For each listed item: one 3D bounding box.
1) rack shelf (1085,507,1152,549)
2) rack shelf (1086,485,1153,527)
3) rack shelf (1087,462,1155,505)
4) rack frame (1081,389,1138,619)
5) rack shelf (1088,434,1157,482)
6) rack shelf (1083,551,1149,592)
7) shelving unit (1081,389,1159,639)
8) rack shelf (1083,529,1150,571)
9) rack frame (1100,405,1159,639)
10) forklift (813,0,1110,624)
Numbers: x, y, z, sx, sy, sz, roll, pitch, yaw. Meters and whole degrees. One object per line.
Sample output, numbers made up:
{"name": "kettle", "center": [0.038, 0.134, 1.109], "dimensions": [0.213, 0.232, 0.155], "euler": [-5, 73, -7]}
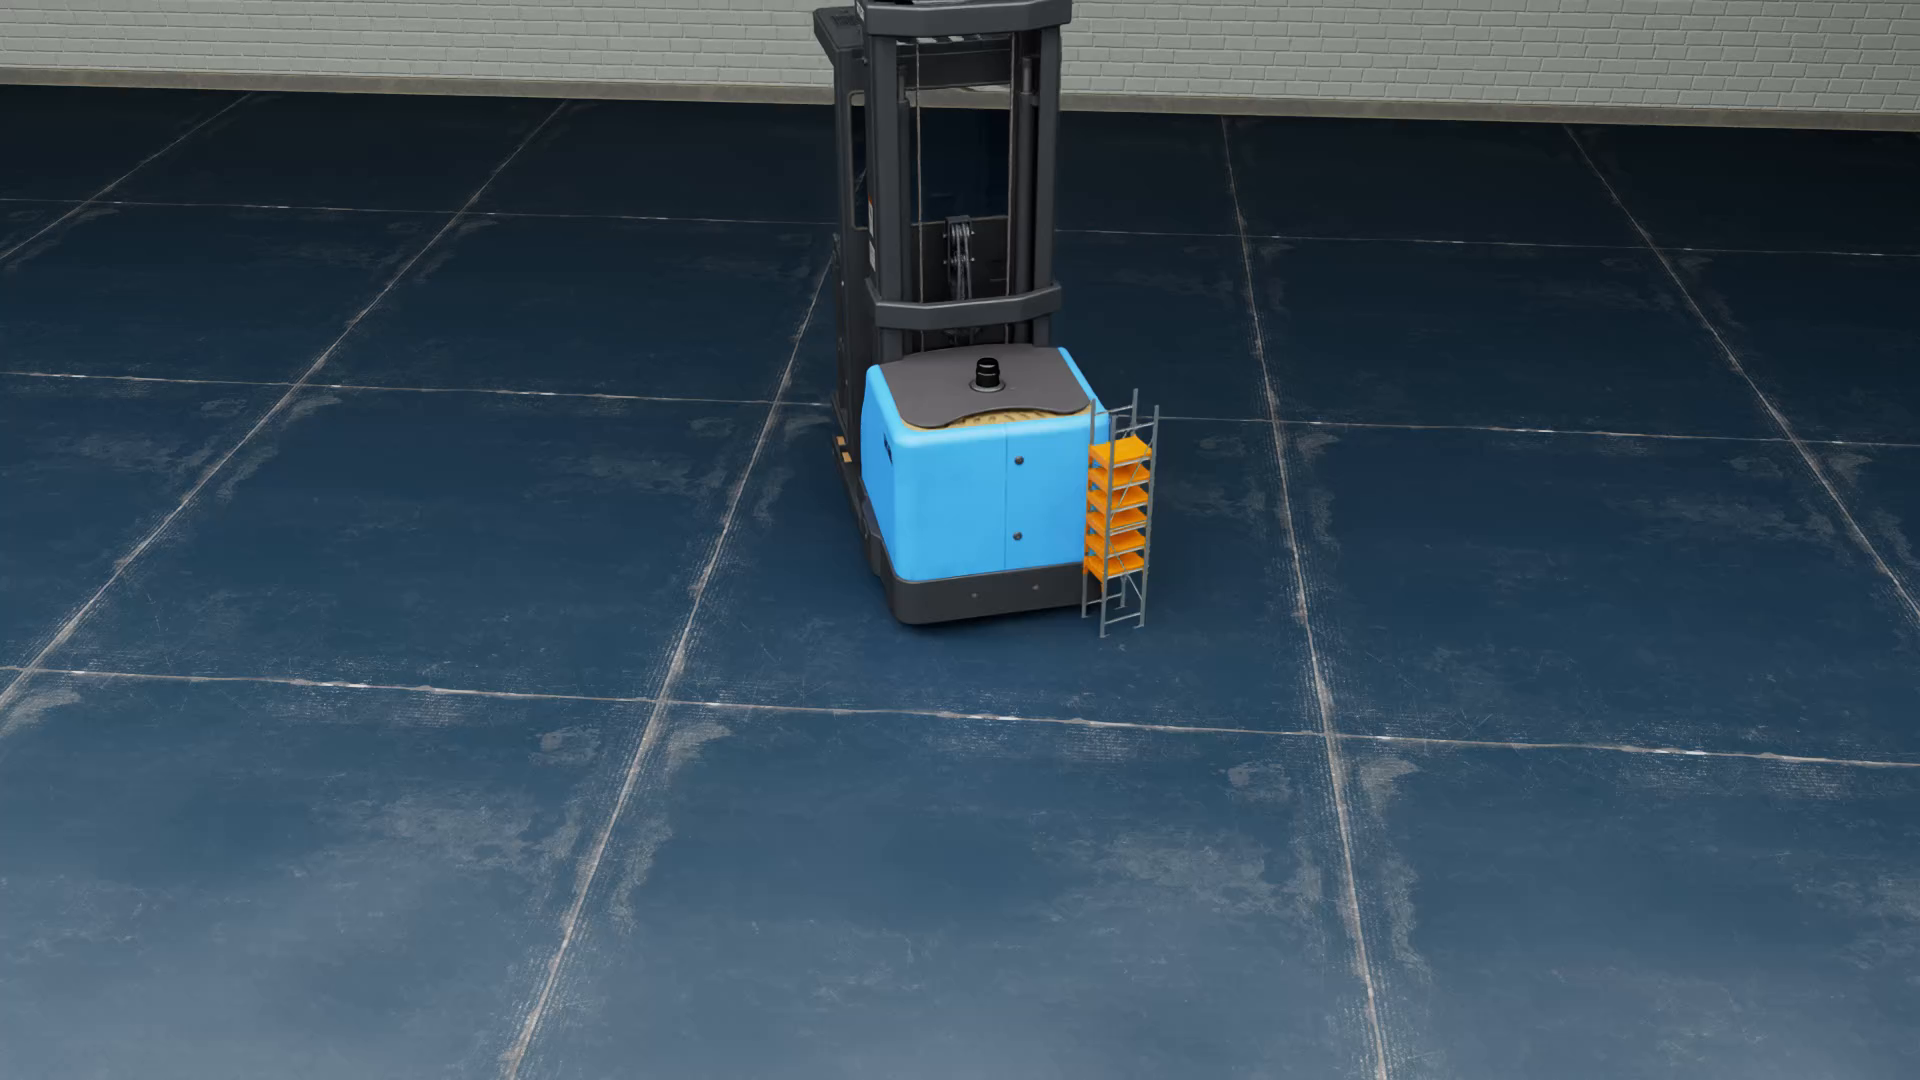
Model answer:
{"name": "rack shelf", "center": [0.741, -0.070, 7.805], "dimensions": [0.258, 0.103, 0.180], "euler": [-14, 34, -22]}
{"name": "rack shelf", "center": [0.741, -0.173, 7.742], "dimensions": [0.258, 0.103, 0.180], "euler": [-14, 34, -22]}
{"name": "rack shelf", "center": [0.741, -0.275, 7.679], "dimensions": [0.258, 0.103, 0.180], "euler": [-14, 34, -22]}
{"name": "rack frame", "center": [0.702, -0.152, 7.852], "dimensions": [0.240, 1.200, 0.006], "euler": [-14, 34, -22]}
{"name": "rack shelf", "center": [0.741, -0.377, 7.616], "dimensions": [0.258, 0.103, 0.180], "euler": [-14, 34, -22]}
{"name": "rack shelf", "center": [0.741, 0.134, 7.932], "dimensions": [0.258, 0.103, 0.180], "euler": [-14, 34, -22]}
{"name": "shelving unit", "center": [0.741, -0.108, 7.782], "dimensions": [0.258, 1.200, 0.189], "euler": [-14, 34, -22]}
{"name": "rack shelf", "center": [0.741, 0.032, 7.868], "dimensions": [0.258, 0.103, 0.180], "euler": [-14, 34, -22]}
{"name": "rack frame", "center": [0.781, -0.065, 7.712], "dimensions": [0.240, 1.200, 0.006], "euler": [-14, 34, -22]}
{"name": "forklift", "center": [-0.111, -1.606, 8.562], "dimensions": [1.130, 2.935, 3.031], "euler": [-7, 32, -11]}
